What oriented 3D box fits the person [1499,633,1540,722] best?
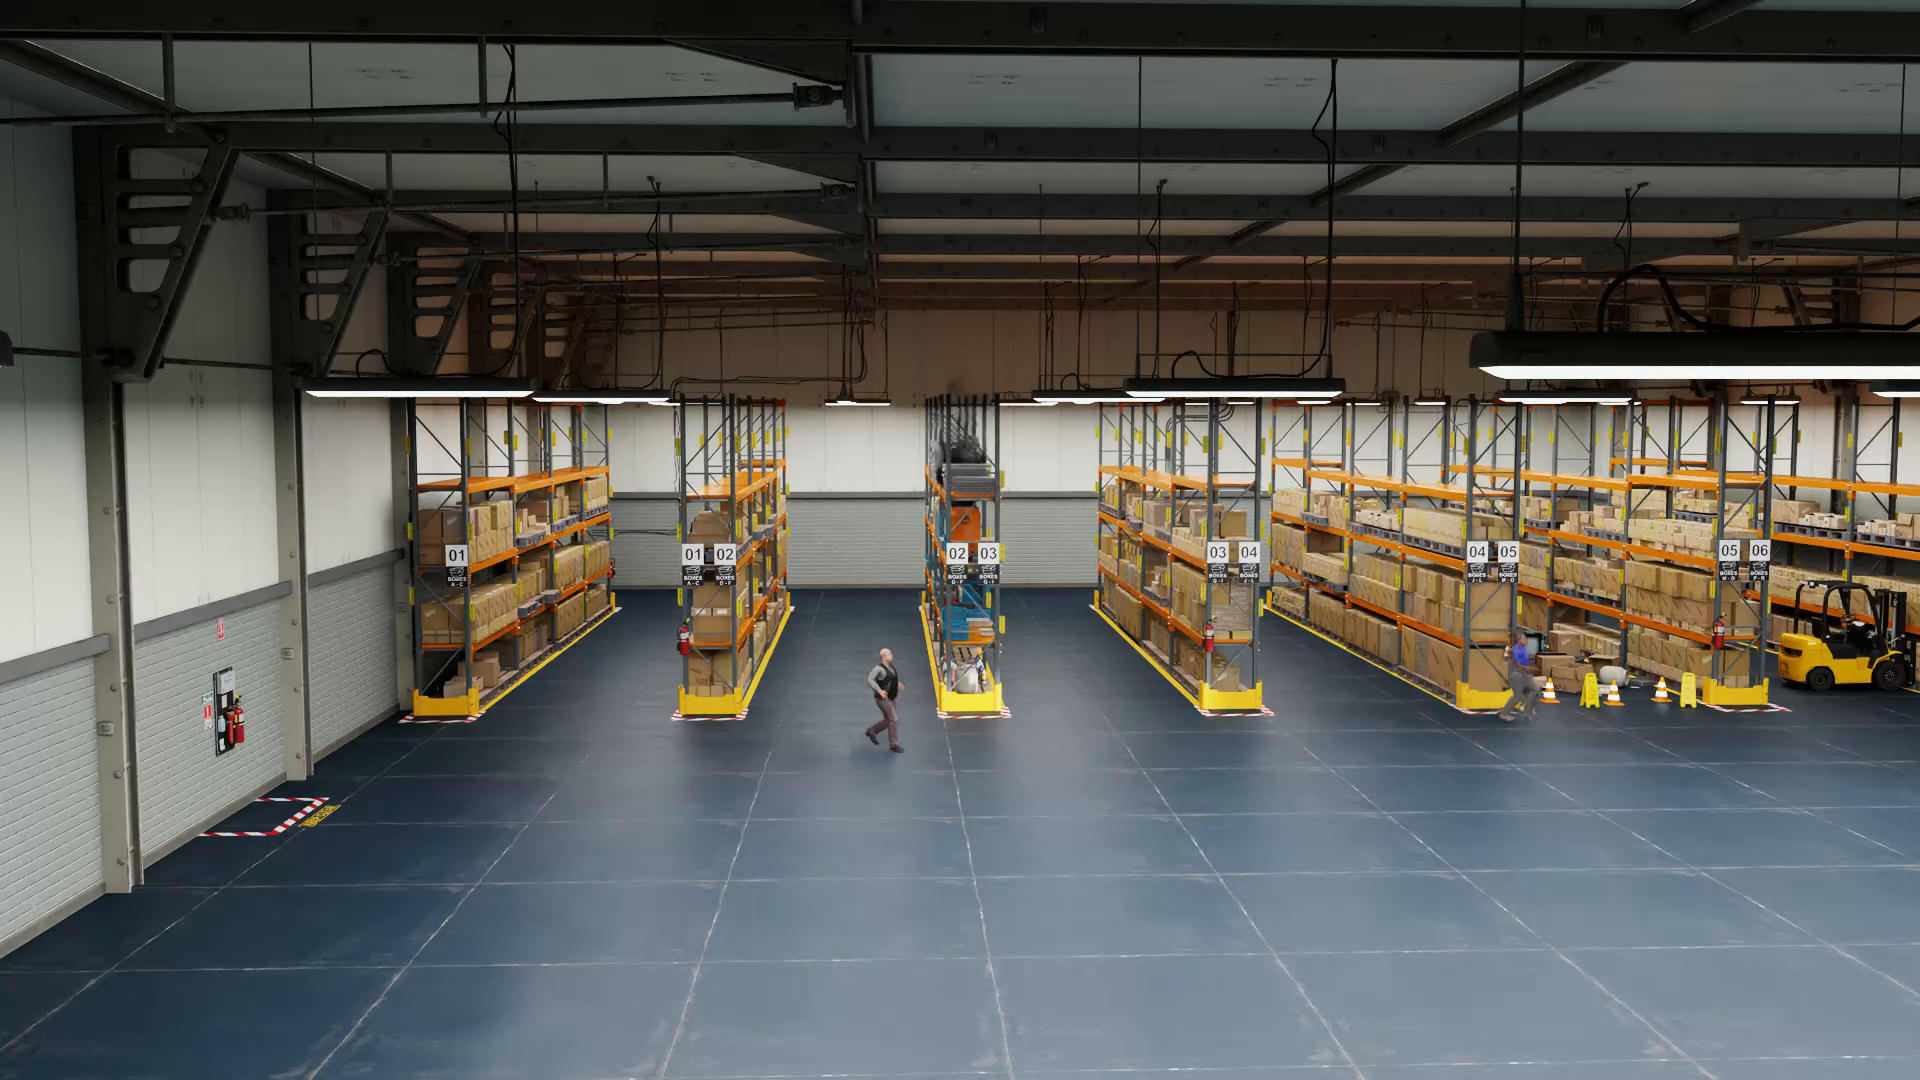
[{"bbox_3d":[10.219,2.520,30.339,0.681,1.678,0.575,2,5,28],"label":"person"}]

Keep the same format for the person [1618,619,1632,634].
[{"bbox_3d":[16.377,1.730,40.726,0.539,1.550,0.622,-1,5,-10],"label":"person"}]

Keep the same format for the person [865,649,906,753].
[{"bbox_3d":[-1.265,2.672,27.801,0.803,1.725,0.665,2,5,23],"label":"person"}]

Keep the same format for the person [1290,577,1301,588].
[{"bbox_3d":[9.906,1.016,48.928,0.940,1.663,0.568,-2,5,-20],"label":"person"}]
